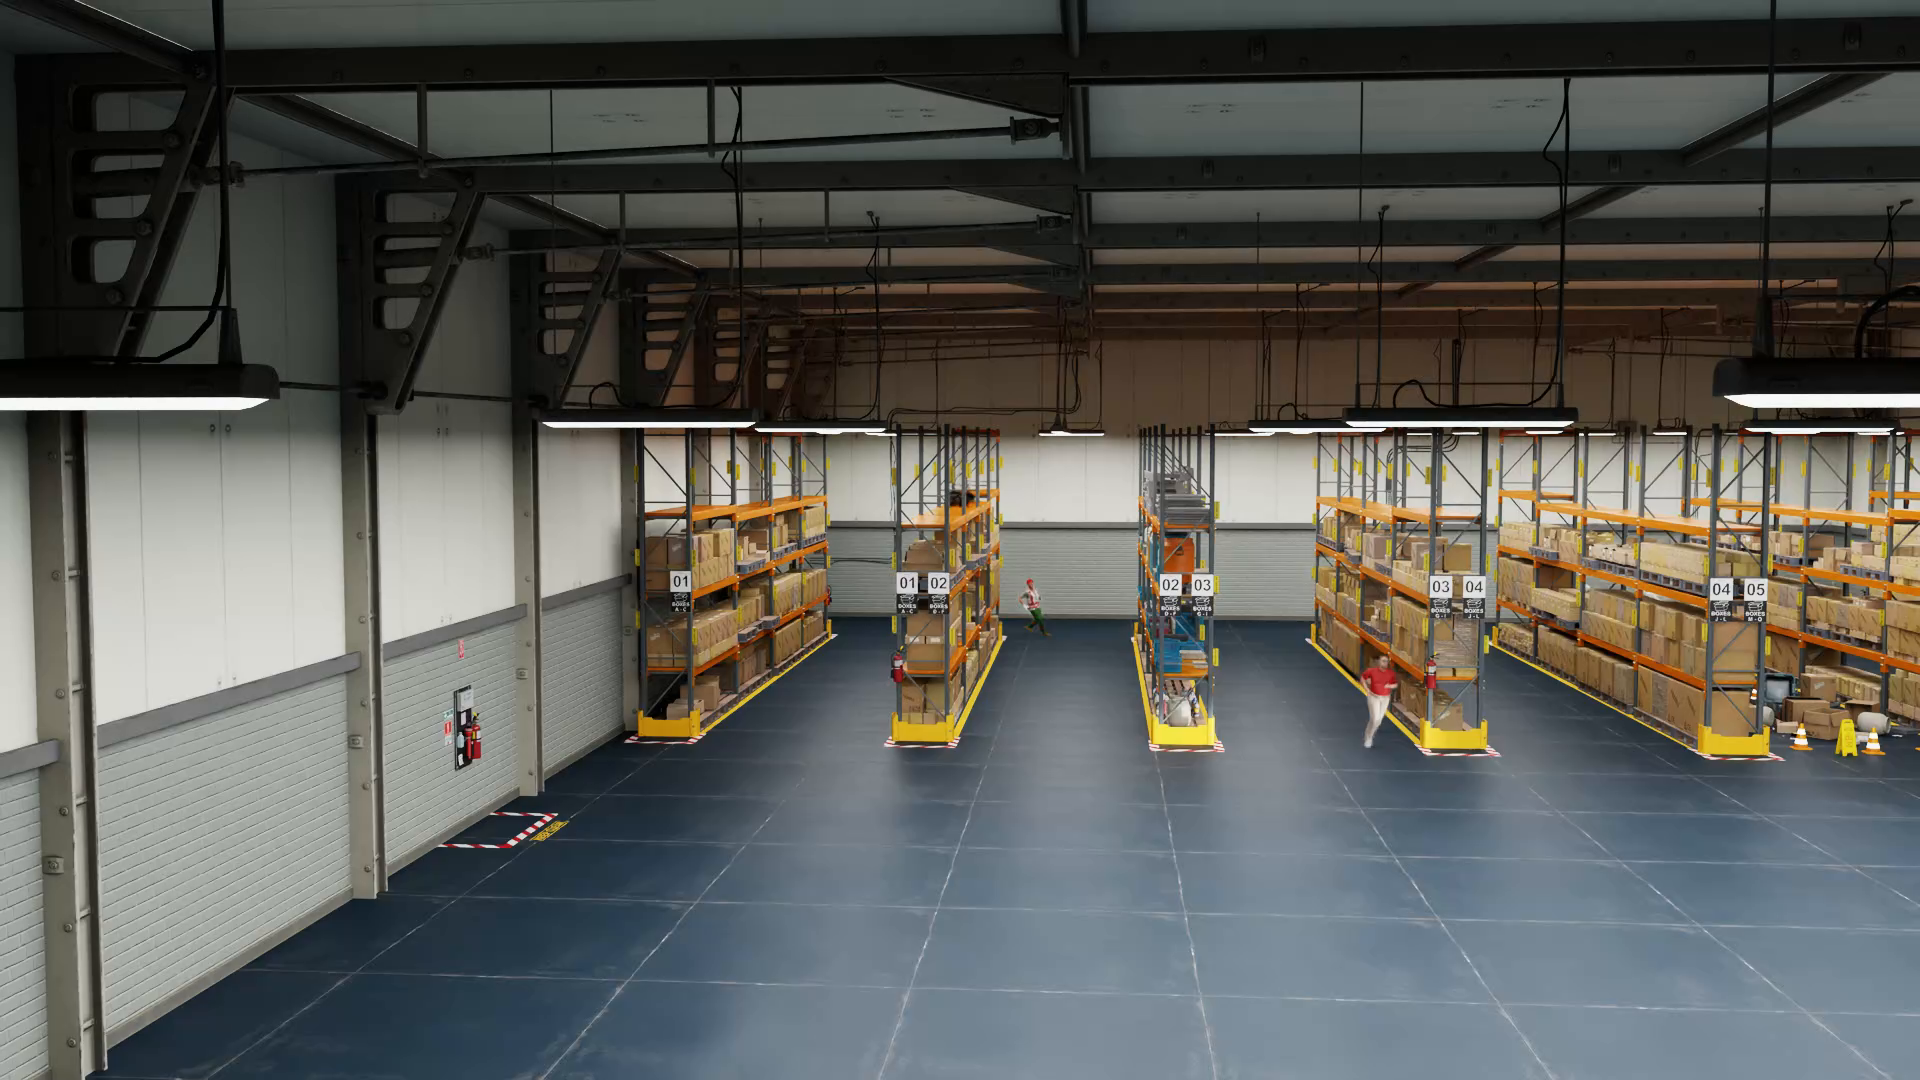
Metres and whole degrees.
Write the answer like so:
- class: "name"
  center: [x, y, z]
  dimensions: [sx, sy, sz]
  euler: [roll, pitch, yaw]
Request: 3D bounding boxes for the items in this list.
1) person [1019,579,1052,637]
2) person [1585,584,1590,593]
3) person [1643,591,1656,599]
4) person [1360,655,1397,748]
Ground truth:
- class: "person"
  center: [2.144, 1.962, 48.134]
  dimensions: [0.791, 1.693, 0.768]
  euler: [2, 4, 34]
- class: "person"
  center: [16.950, 2.089, 45.076]
  dimensions: [0.680, 1.782, 0.962]
  euler: [0, 3, -6]
- class: "person"
  center: [19.482, 2.028, 47.261]
  dimensions: [0.695, 1.729, 0.632]
  euler: [1, 4, 15]
- class: "person"
  center: [7.821, 3.016, 31.028]
  dimensions: [0.650, 1.748, 0.683]
  euler: [-1, 4, -10]
